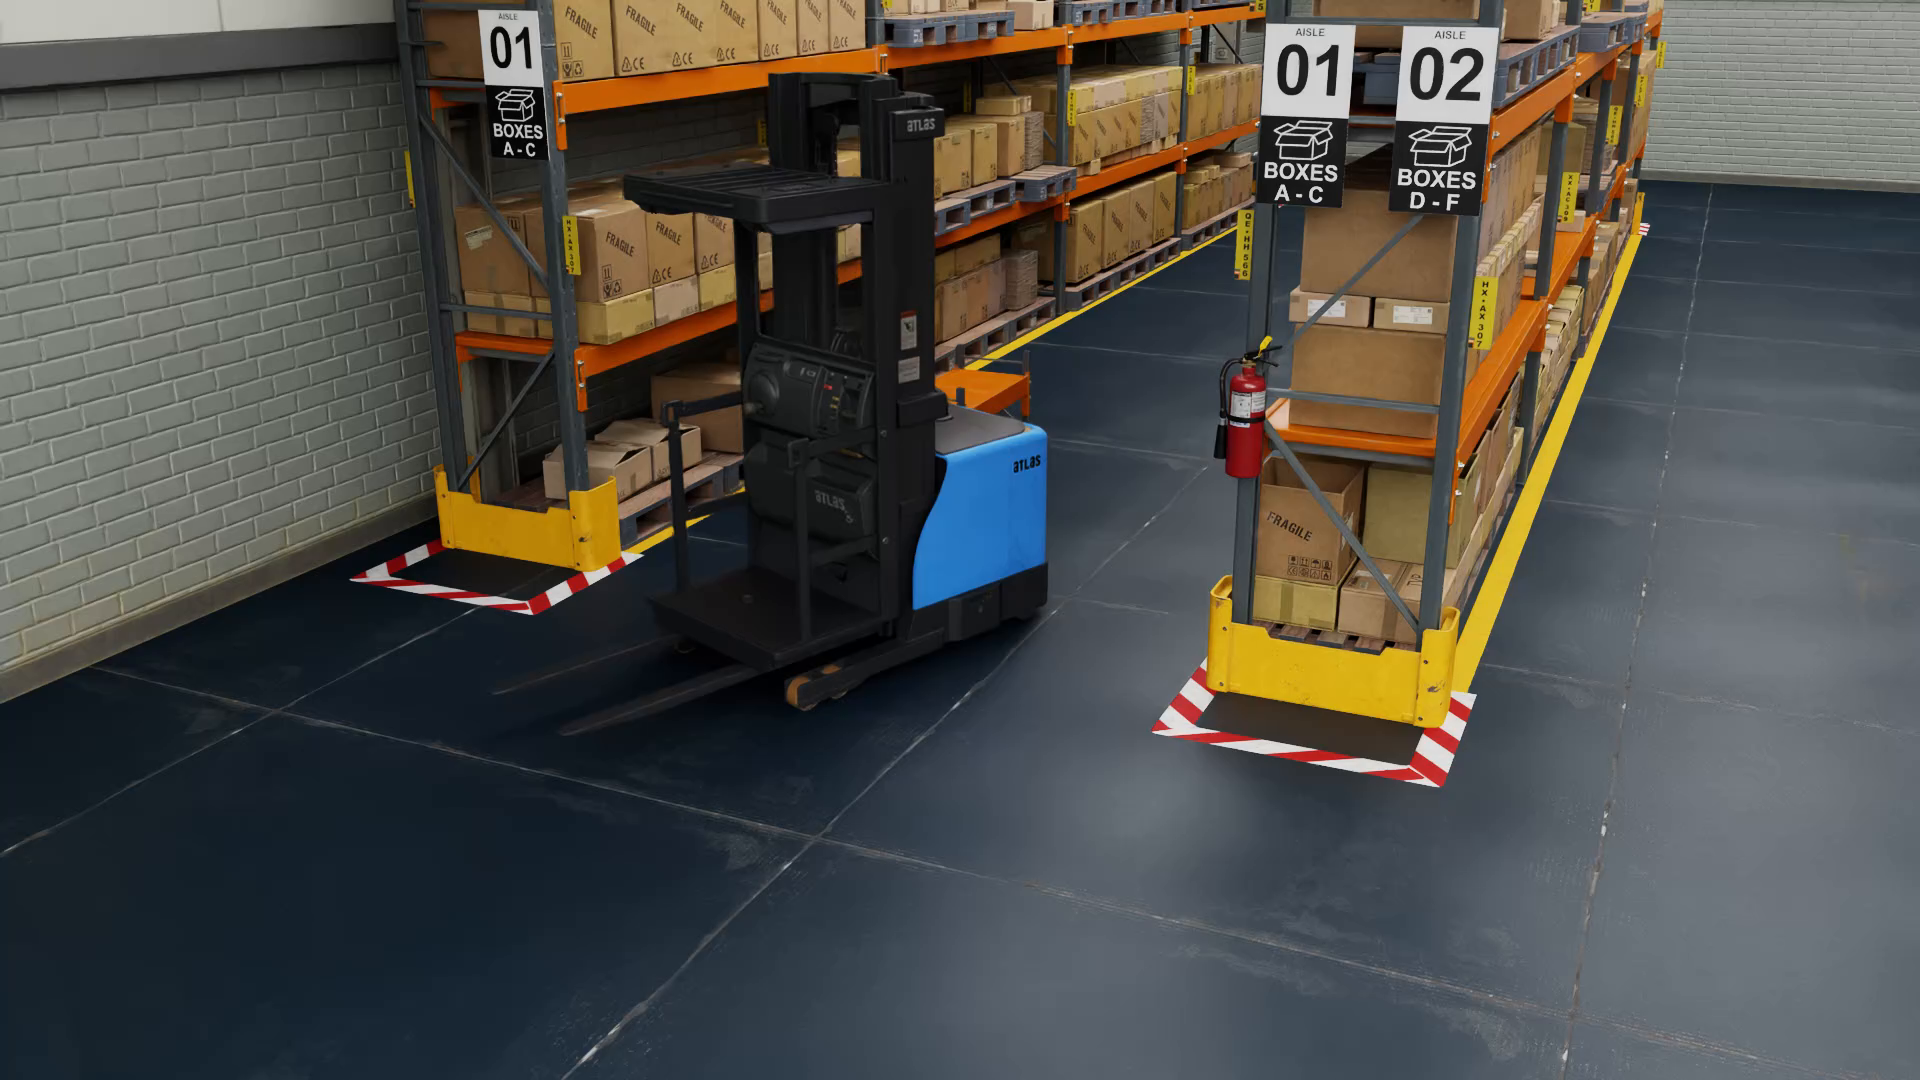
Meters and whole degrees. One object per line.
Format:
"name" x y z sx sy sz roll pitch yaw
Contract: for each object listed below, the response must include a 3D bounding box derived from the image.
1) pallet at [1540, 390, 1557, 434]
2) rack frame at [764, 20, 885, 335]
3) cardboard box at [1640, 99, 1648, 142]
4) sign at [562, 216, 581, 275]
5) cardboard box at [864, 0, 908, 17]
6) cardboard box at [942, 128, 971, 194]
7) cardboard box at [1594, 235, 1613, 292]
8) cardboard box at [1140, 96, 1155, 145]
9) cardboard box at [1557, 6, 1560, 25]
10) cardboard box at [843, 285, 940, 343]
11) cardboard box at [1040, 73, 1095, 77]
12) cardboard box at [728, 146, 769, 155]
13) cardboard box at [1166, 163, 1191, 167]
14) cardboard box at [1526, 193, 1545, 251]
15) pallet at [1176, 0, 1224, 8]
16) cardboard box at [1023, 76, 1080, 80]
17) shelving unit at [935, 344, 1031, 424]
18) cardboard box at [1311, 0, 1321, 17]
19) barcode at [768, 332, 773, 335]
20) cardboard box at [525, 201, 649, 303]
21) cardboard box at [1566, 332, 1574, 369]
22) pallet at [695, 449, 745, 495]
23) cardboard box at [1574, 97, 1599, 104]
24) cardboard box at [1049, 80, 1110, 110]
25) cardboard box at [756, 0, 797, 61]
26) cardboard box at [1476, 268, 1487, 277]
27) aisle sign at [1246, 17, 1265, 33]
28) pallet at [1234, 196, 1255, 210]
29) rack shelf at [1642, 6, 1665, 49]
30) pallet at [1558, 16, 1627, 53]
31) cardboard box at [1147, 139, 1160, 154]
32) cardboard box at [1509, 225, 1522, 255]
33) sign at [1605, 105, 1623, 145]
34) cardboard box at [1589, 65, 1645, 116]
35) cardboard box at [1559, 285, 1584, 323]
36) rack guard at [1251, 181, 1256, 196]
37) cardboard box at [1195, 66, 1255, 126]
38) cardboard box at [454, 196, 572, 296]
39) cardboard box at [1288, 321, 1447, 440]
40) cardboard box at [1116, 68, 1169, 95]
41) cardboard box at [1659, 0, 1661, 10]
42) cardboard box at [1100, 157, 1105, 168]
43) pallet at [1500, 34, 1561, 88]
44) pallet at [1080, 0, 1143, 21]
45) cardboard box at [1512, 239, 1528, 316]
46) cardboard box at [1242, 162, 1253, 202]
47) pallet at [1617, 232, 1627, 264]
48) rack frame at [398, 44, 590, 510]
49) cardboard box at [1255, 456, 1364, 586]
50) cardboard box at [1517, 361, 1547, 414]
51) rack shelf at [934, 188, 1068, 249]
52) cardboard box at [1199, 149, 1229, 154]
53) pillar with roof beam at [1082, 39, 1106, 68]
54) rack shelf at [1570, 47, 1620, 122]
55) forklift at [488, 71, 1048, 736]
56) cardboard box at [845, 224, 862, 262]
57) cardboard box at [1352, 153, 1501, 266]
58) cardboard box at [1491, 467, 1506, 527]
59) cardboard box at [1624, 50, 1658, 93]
"pallet" 4.237 -1.161 13.419 1.003 0.211 1.213 9 21 23
"rack frame" -1.048 -2.549 13.159 1.000 3.000 0.127 9 21 23
"cardboard box" 8.033 -5.100 20.185 0.500 0.500 0.500 9 21 23
"sign" -2.191 -1.659 9.366 0.100 0.325 0.005 9 21 23
"cardboard box" -0.751 -4.363 13.008 0.500 0.500 0.500 12 23 30
"cardboard box" -0.332 -3.329 14.548 0.700 0.500 0.500 12 23 30
"cardboard box" 6.392 -2.852 17.085 0.500 0.500 0.500 9 21 23
"cardboard box" 1.855 -4.706 18.601 0.500 0.500 0.500 9 21 23
"cardboard box" 3.956 -3.766 11.702 0.500 0.250 0.500 6 21 17
"cardboard box" -0.596 -1.970 14.607 0.700 0.500 0.500 8 21 22
"cardboard box" 1.175 -4.966 18.213 0.500 0.250 0.500 8 21 21
"cardboard box" -1.431 -2.726 12.732 0.500 0.500 0.500 8 21 21
"cardboard box" 2.813 -4.837 21.728 0.380 0.149 0.250 9 21 23
"cardboard box" 4.018 -2.311 12.341 0.500 0.500 0.500 10 22 27
"pallet" 2.572 -6.614 20.247 1.003 0.211 1.213 9 21 23
"cardboard box" 0.967 -4.810 17.775 0.500 0.250 0.500 8 21 21
"shelving unit" 0.003 -0.532 10.286 0.538 1.125 1.048 9 21 23
"cardboard box" 2.066 -2.642 8.333 0.500 0.250 0.500 9 21 23
"barcode" -1.488 -1.597 13.079 0.001 0.075 0.075 9 21 23
"cardboard box" -2.216 -1.723 9.911 0.500 0.500 0.500 9 21 23
"cardboard box" 4.910 -1.643 14.089 0.500 0.250 0.500 8 21 22
"pallet" -1.789 -0.650 11.983 1.003 0.211 1.213 9 21 23
"cardboard box" 6.351 -4.447 17.719 0.700 0.500 0.500 2 20 4
"cardboard box" 1.230 -4.589 17.155 0.500 0.250 0.500 8 21 22
"cardboard box" -1.440 -3.503 11.186 0.500 0.500 0.500 8 21 21
"cardboard box" 2.506 -1.324 8.599 0.380 0.149 0.250 8 21 22
"aisle sign" 4.169 -7.423 22.984 0.394 0.787 0.004 9 21 23
"pallet" 3.610 -4.648 23.224 1.003 0.211 1.213 9 21 23
"rack shelf" 7.568 -6.001 19.465 1.077 0.370 4.000 9 21 23
"pallet" 4.459 -3.855 12.638 1.003 0.211 1.213 10 22 25
"cardboard box" 2.064 -4.501 18.993 0.380 0.149 0.250 9 21 23
"cardboard box" 3.138 -1.800 9.935 0.380 0.149 0.250 8 21 22
"sign" 5.618 -3.563 14.284 0.100 0.325 0.005 9 21 23
"cardboard box" 7.198 -4.939 18.240 0.500 0.500 0.500 9 22 24
"cardboard box" 5.121 -2.066 14.440 0.500 0.311 0.500 9 22 24
"rack guard" 3.876 -5.047 23.913 1.175 0.500 0.348 9 21 23
"cardboard box" 3.378 -5.977 22.352 0.980 0.700 0.700 8 21 22
"cardboard box" -2.687 -1.791 10.104 0.500 0.500 0.500 8 21 22
"cardboard box" 2.038 -0.835 8.192 0.700 0.500 0.500 9 21 23
"cardboard box" 2.052 -5.211 18.904 0.500 0.250 0.500 9 21 24
"cardboard box" 8.202 -6.537 20.119 0.500 0.250 0.500 9 21 23
"cardboard box" 1.322 -4.051 17.729 0.380 0.149 0.250 9 21 24
"pallet" 2.646 -2.606 8.975 1.003 0.211 1.213 9 21 23
"pallet" 1.260 -5.642 17.663 1.003 0.211 1.213 10 22 25
"cardboard box" 3.297 -1.781 10.850 0.700 0.500 0.500 8 21 21
"cardboard box" 3.670 -5.009 23.182 0.700 0.500 0.500 9 21 23
"pallet" 7.529 -3.586 20.237 1.003 0.211 1.213 9 21 23
"rack frame" -2.686 -1.326 9.721 1.000 3.000 0.127 9 21 23
"cardboard box" 1.783 -0.108 8.653 0.500 0.500 0.500 9 21 23
"cardboard box" 3.869 -1.129 11.806 0.500 0.311 0.500 9 21 23
"rack shelf" -0.229 -2.821 14.999 1.077 0.370 4.000 9 21 23
"cardboard box" 3.539 -5.381 23.258 0.380 0.149 0.250 9 21 23
"pillar with roof beam" 5.653 -7.563 18.305 9.100 9.000 0.400 9 21 23
"rack shelf" 4.292 -3.556 12.588 1.077 0.370 4.000 9 21 23
"forklift" -0.913 -0.742 8.180 3.031 2.935 1.130 -18 27 -42
"cardboard box" -0.966 -2.301 12.657 0.500 0.250 0.500 9 21 23
"cardboard box" 2.475 -1.779 8.908 0.700 0.500 0.500 9 21 23
"cardboard box" 3.077 -0.294 10.297 0.500 0.250 0.500 9 21 23
"cardboard box" 8.455 -5.883 20.893 0.500 0.500 0.500 8 21 22
